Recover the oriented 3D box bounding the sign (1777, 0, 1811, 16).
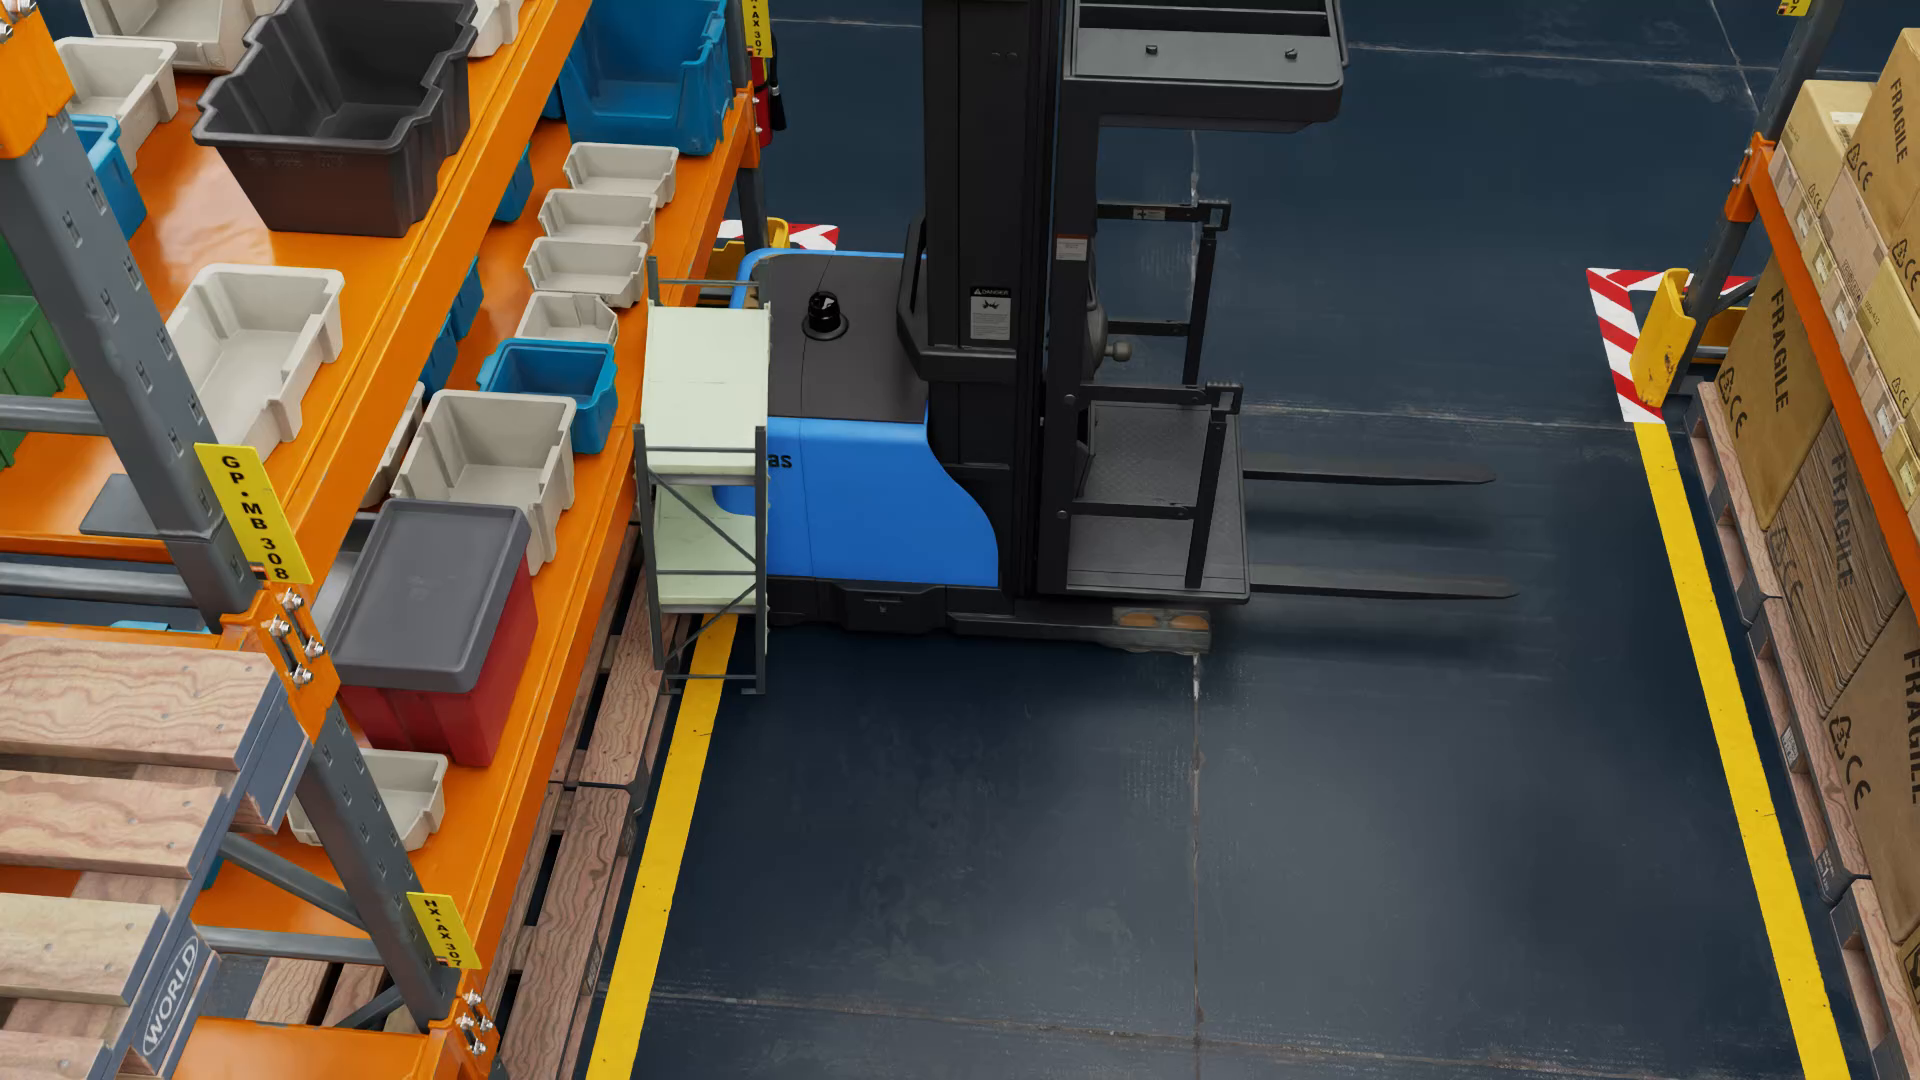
[{"bbox_3d":[3.037,-2.029,5.958,0.100,0.325,0.005,4,48,4],"label":"sign"}]

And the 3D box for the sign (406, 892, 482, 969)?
[{"bbox_3d":[-1.160,0.883,3.748,0.100,0.325,0.005,4,48,4],"label":"sign"}]

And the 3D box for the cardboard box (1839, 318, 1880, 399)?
[{"bbox_3d":[3.136,-0.589,5.452,0.380,0.149,0.250,3,48,3],"label":"cardboard box"}]

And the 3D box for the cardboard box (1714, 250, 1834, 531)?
[{"bbox_3d":[3.610,-0.617,6.463,0.875,0.875,0.875,4,48,4],"label":"cardboard box"}]

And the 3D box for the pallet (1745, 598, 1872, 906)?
[{"bbox_3d":[3.480,0.760,5.938,1.003,0.211,1.213,4,48,4],"label":"pallet"}]

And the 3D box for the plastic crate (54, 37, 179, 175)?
[{"bbox_3d":[-1.971,-0.945,3.754,0.293,0.136,0.466,4,48,4],"label":"plastic crate"}]

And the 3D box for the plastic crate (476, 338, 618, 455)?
[{"bbox_3d":[-1.275,-0.438,5.217,0.416,0.233,0.300,4,48,4],"label":"plastic crate"}]

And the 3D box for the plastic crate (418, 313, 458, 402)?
[{"bbox_3d":[-1.841,-0.617,5.381,0.416,0.233,0.300,4,48,4],"label":"plastic crate"}]

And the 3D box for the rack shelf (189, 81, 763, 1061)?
[{"bbox_3d":[-1.526,-0.289,5.495,1.077,0.370,4.000,4,48,4],"label":"rack shelf"}]

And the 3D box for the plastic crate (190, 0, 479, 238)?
[{"bbox_3d":[-1.322,-0.924,3.644,0.497,0.269,0.590,4,48,4],"label":"plastic crate"}]

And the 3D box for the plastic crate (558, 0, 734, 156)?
[{"bbox_3d":[-1.188,-1.775,6.302,0.616,0.435,0.499,4,48,4],"label":"plastic crate"}]

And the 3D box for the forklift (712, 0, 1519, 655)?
[{"bbox_3d":[0.628,-0.957,5.665,3.031,2.935,1.130,3,48,3],"label":"forklift"}]

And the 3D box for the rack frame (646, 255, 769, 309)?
[{"bbox_3d":[-0.901,-0.469,6.065,0.400,1.500,0.023,1,53,-6],"label":"rack frame"}]

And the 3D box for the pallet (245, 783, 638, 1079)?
[{"bbox_3d":[-1.679,1.336,5.411,1.003,0.211,1.213,4,48,4],"label":"pallet"}]

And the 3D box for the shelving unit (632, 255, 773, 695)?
[{"bbox_3d":[-0.880,-0.178,5.845,0.431,1.500,0.755,1,53,-6],"label":"shelving unit"}]

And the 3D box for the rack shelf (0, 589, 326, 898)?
[{"bbox_3d":[-1.890,1.638,1.699,1.077,0.370,4.000,4,48,4],"label":"rack shelf"}]

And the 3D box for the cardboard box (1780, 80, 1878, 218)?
[{"bbox_3d":[3.276,-1.383,5.908,0.500,0.250,0.500,3,48,2],"label":"cardboard box"}]

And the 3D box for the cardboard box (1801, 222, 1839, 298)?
[{"bbox_3d":[3.183,-0.968,5.799,0.380,0.149,0.250,3,48,3],"label":"cardboard box"}]

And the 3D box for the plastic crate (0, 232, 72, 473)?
[{"bbox_3d":[-1.970,-0.334,3.160,0.450,0.188,0.662,4,48,4],"label":"plastic crate"}]

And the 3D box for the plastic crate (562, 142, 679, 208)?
[{"bbox_3d":[-1.237,-1.321,6.089,0.396,0.136,0.243,4,48,4],"label":"plastic crate"}]

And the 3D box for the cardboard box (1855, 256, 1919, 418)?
[{"bbox_3d":[3.186,-0.632,5.221,0.500,0.250,0.500,2,48,2],"label":"cardboard box"}]

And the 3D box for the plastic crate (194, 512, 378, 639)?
[{"bbox_3d":[-1.873,0.170,4.733,0.437,0.125,0.590,4,48,4],"label":"plastic crate"}]

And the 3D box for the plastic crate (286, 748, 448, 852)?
[{"bbox_3d":[-1.523,0.675,4.264,0.396,0.136,0.243,4,48,4],"label":"plastic crate"}]

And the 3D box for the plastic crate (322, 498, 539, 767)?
[{"bbox_3d":[-1.377,0.257,4.424,0.402,0.464,0.583,4,48,4],"label":"plastic crate"}]

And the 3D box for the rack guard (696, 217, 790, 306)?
[{"bbox_3d":[-1.354,-1.176,7.513,1.175,0.500,0.348,4,48,4],"label":"rack guard"}]

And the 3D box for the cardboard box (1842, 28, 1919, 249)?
[{"bbox_3d":[3.231,-1.269,5.296,0.500,0.500,0.500,3,48,3],"label":"cardboard box"}]

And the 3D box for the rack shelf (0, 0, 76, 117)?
[{"bbox_3d":[-1.526,-2.178,3.429,1.077,0.370,4.000,4,48,4],"label":"rack shelf"}]

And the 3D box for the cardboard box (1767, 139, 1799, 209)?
[{"bbox_3d":[3.228,-1.345,6.143,0.380,0.149,0.250,4,48,4],"label":"cardboard box"}]

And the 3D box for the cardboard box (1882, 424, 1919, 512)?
[{"bbox_3d":[3.089,-0.214,5.109,0.380,0.149,0.250,3,48,3],"label":"cardboard box"}]

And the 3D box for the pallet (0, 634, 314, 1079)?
[{"bbox_3d":[-1.682,0.572,2.315,1.213,0.211,1.003,4,48,4],"label":"pallet"}]

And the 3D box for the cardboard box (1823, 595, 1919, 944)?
[{"bbox_3d":[3.446,0.706,5.253,0.875,0.875,0.875,4,48,4],"label":"cardboard box"}]

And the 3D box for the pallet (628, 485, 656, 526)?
[{"bbox_3d":[-1.457,-0.457,7.050,1.003,0.211,1.213,4,48,4],"label":"pallet"}]

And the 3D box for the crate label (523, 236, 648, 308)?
[{"bbox_3d":[-1.279,-0.903,5.707,0.396,0.136,0.243,4,48,4],"label":"crate label"}]

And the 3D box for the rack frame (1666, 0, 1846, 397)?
[{"bbox_3d":[3.589,-1.668,6.269,1.000,3.000,0.127,4,48,4],"label":"rack frame"}]

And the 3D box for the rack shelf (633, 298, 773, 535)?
[{"bbox_3d":[-0.843,-0.414,5.536,0.431,0.370,0.720,1,53,-6],"label":"rack shelf"}]

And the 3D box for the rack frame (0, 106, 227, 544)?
[{"bbox_3d":[-1.708,-1.086,1.671,1.000,3.000,0.127,4,48,4],"label":"rack frame"}]

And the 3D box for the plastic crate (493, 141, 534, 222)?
[{"bbox_3d":[-1.754,-1.322,6.025,0.416,0.233,0.300,4,48,4],"label":"plastic crate"}]
